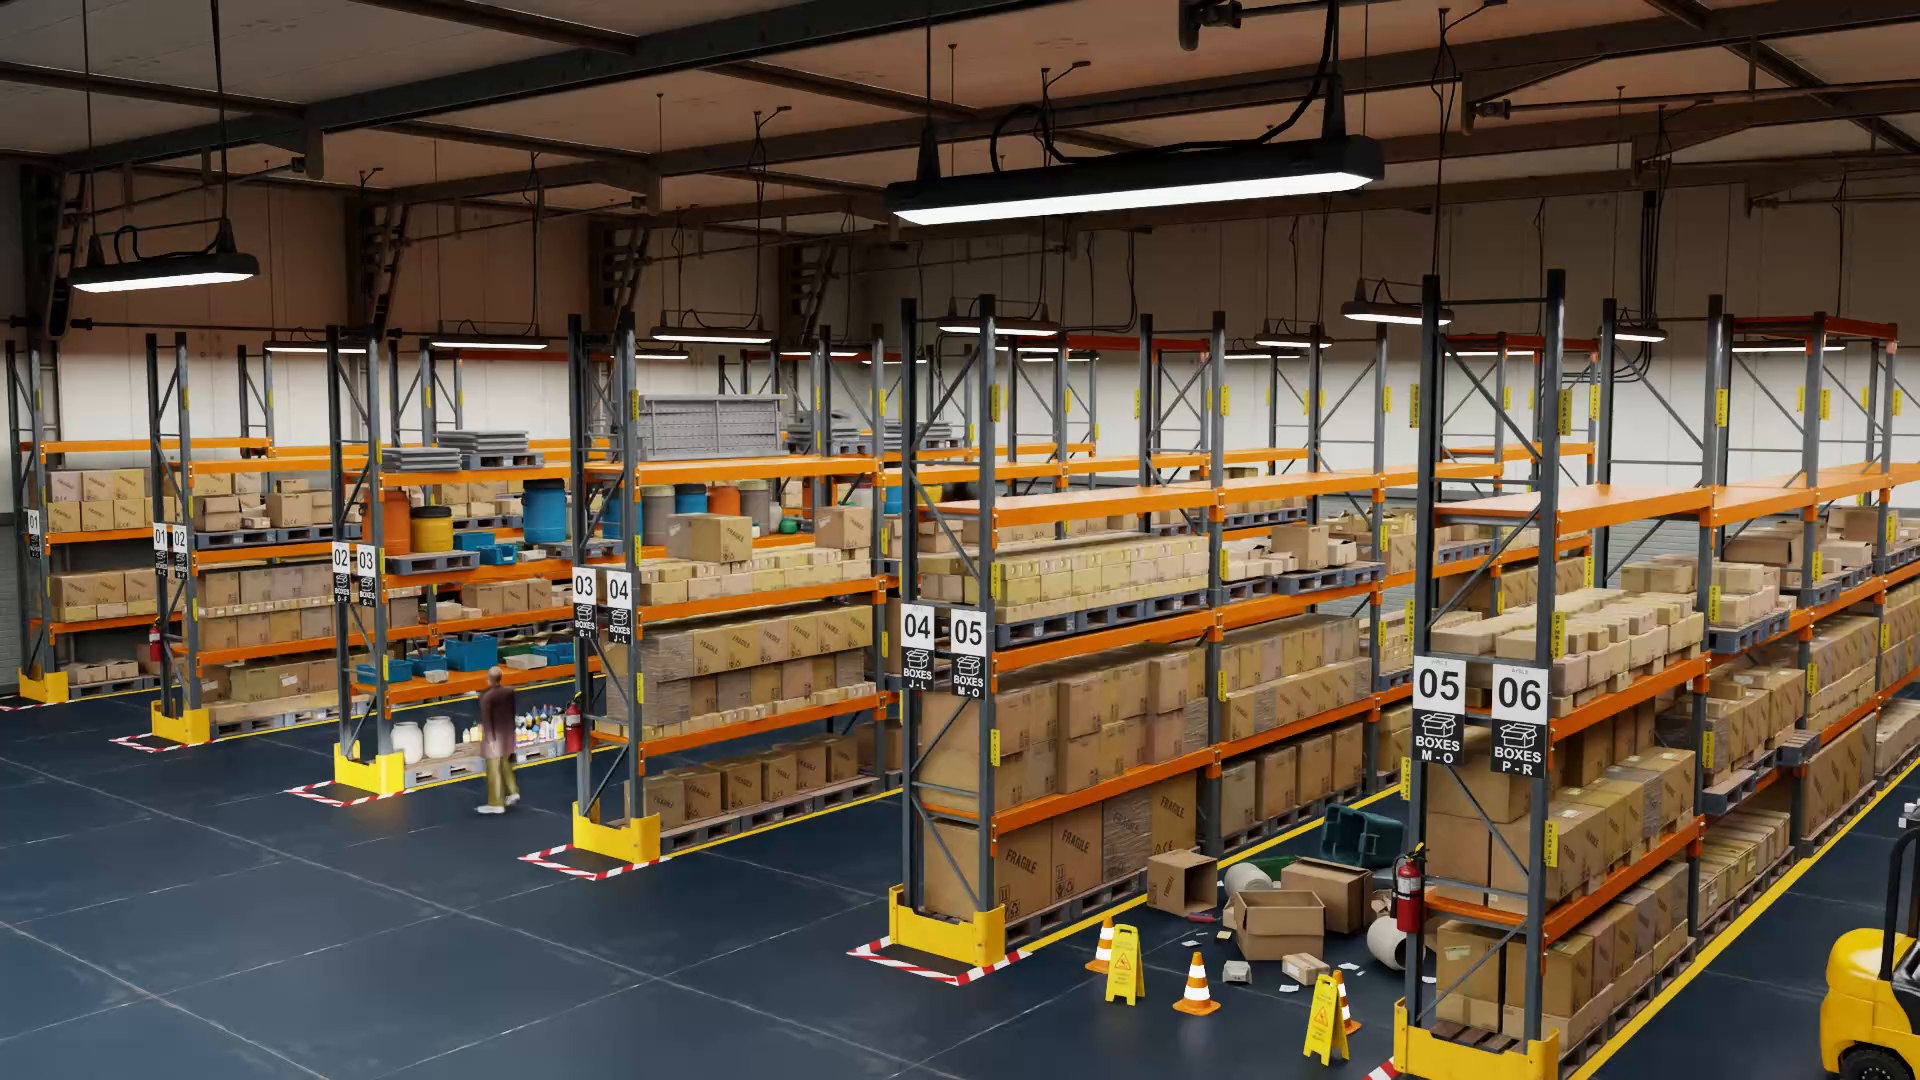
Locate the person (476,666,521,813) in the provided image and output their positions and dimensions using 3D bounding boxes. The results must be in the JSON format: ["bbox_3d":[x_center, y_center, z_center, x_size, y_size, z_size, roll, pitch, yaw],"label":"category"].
[{"bbox_3d":[-5.670,2.431,20.404,0.449,1.793,0.639,3,6,28],"label":"person"}]

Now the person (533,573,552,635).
[{"bbox_3d":[-8.503,1.329,33.726,0.386,1.604,0.470,3,6,30],"label":"person"}]
